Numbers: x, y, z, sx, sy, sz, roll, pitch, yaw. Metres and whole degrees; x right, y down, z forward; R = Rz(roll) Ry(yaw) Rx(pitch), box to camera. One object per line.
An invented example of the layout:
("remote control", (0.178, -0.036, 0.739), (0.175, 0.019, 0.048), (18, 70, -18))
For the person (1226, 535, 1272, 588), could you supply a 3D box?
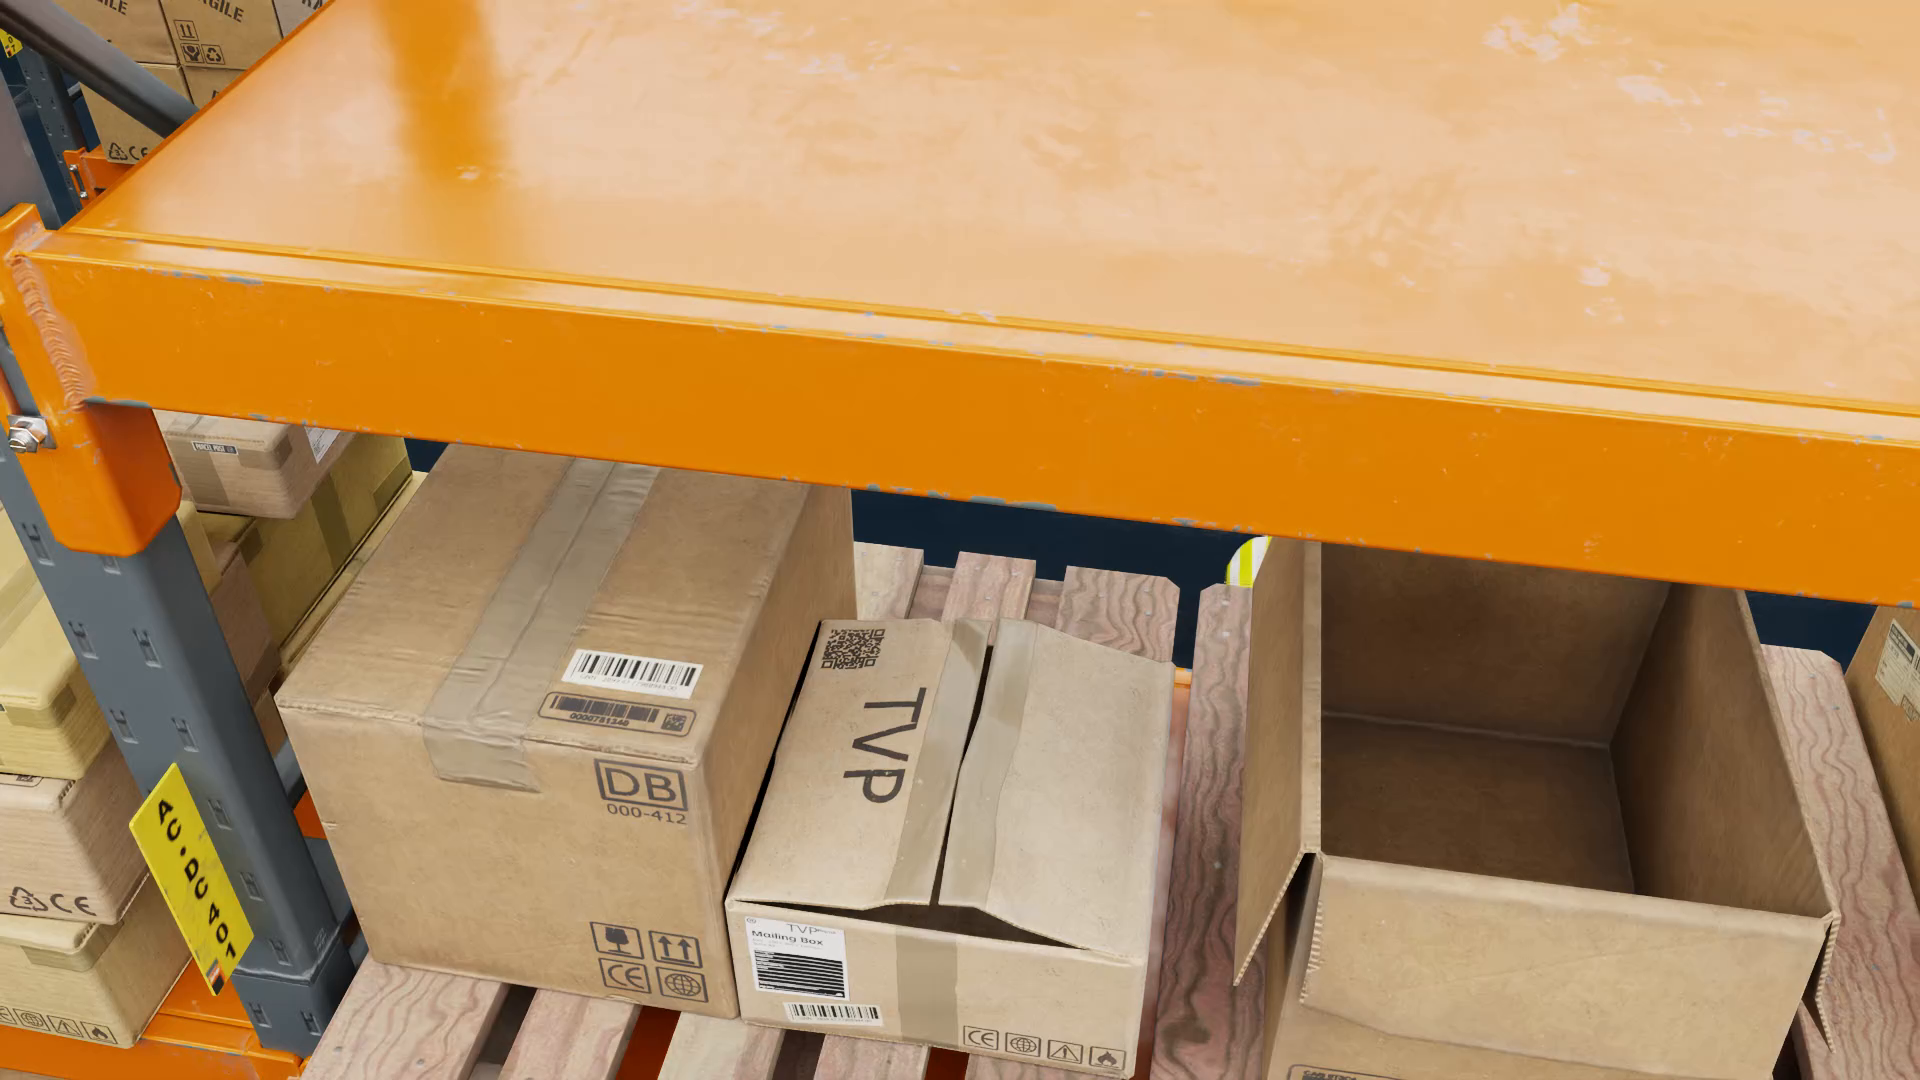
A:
("person", (1.508, 0.180, 6.523), (0.918, 1.004, 0.542), (6, 41, 7))
